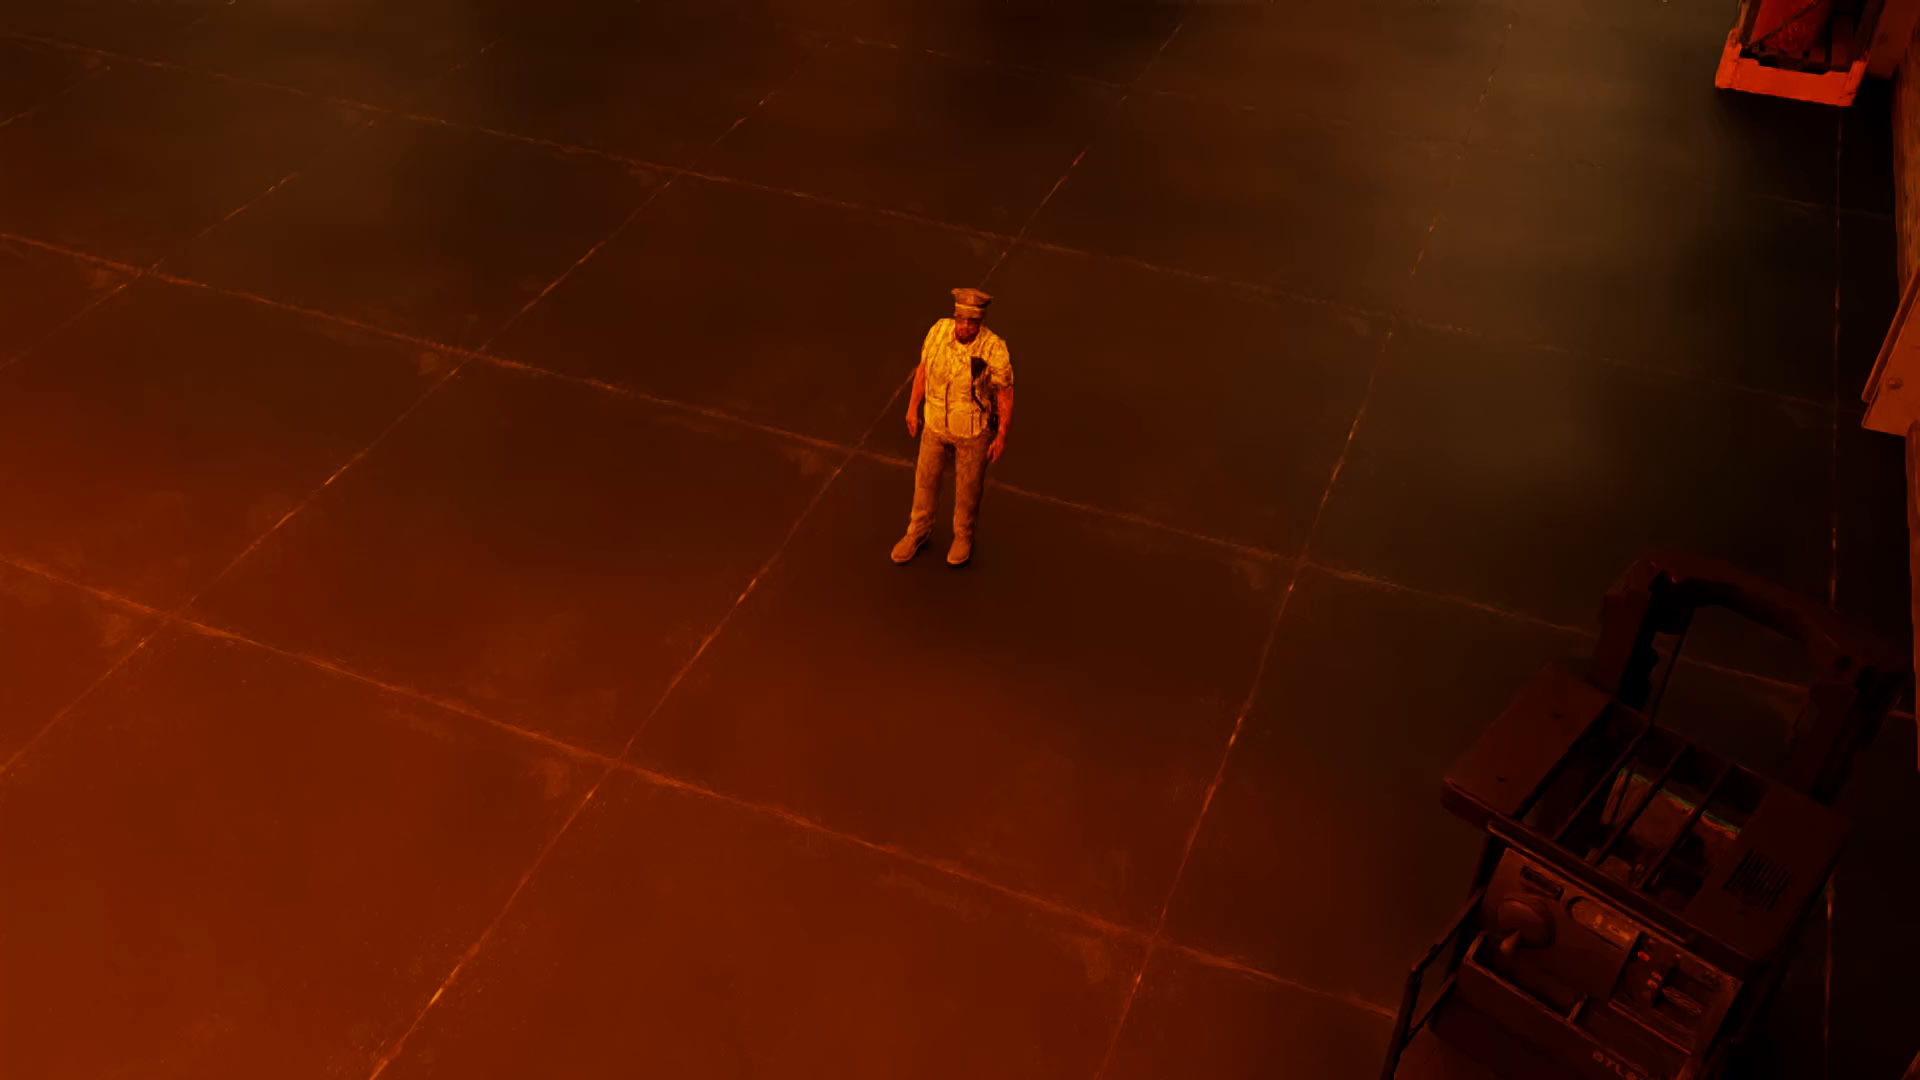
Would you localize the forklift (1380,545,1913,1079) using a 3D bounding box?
[{"bbox_3d":[2.286,1.592,6.104,1.130,2.935,3.031,30,49,31],"label":"forklift"}]

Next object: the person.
[{"bbox_3d":[-0.041,-0.645,9.662,0.640,1.778,0.574,15,42,17],"label":"person"}]
